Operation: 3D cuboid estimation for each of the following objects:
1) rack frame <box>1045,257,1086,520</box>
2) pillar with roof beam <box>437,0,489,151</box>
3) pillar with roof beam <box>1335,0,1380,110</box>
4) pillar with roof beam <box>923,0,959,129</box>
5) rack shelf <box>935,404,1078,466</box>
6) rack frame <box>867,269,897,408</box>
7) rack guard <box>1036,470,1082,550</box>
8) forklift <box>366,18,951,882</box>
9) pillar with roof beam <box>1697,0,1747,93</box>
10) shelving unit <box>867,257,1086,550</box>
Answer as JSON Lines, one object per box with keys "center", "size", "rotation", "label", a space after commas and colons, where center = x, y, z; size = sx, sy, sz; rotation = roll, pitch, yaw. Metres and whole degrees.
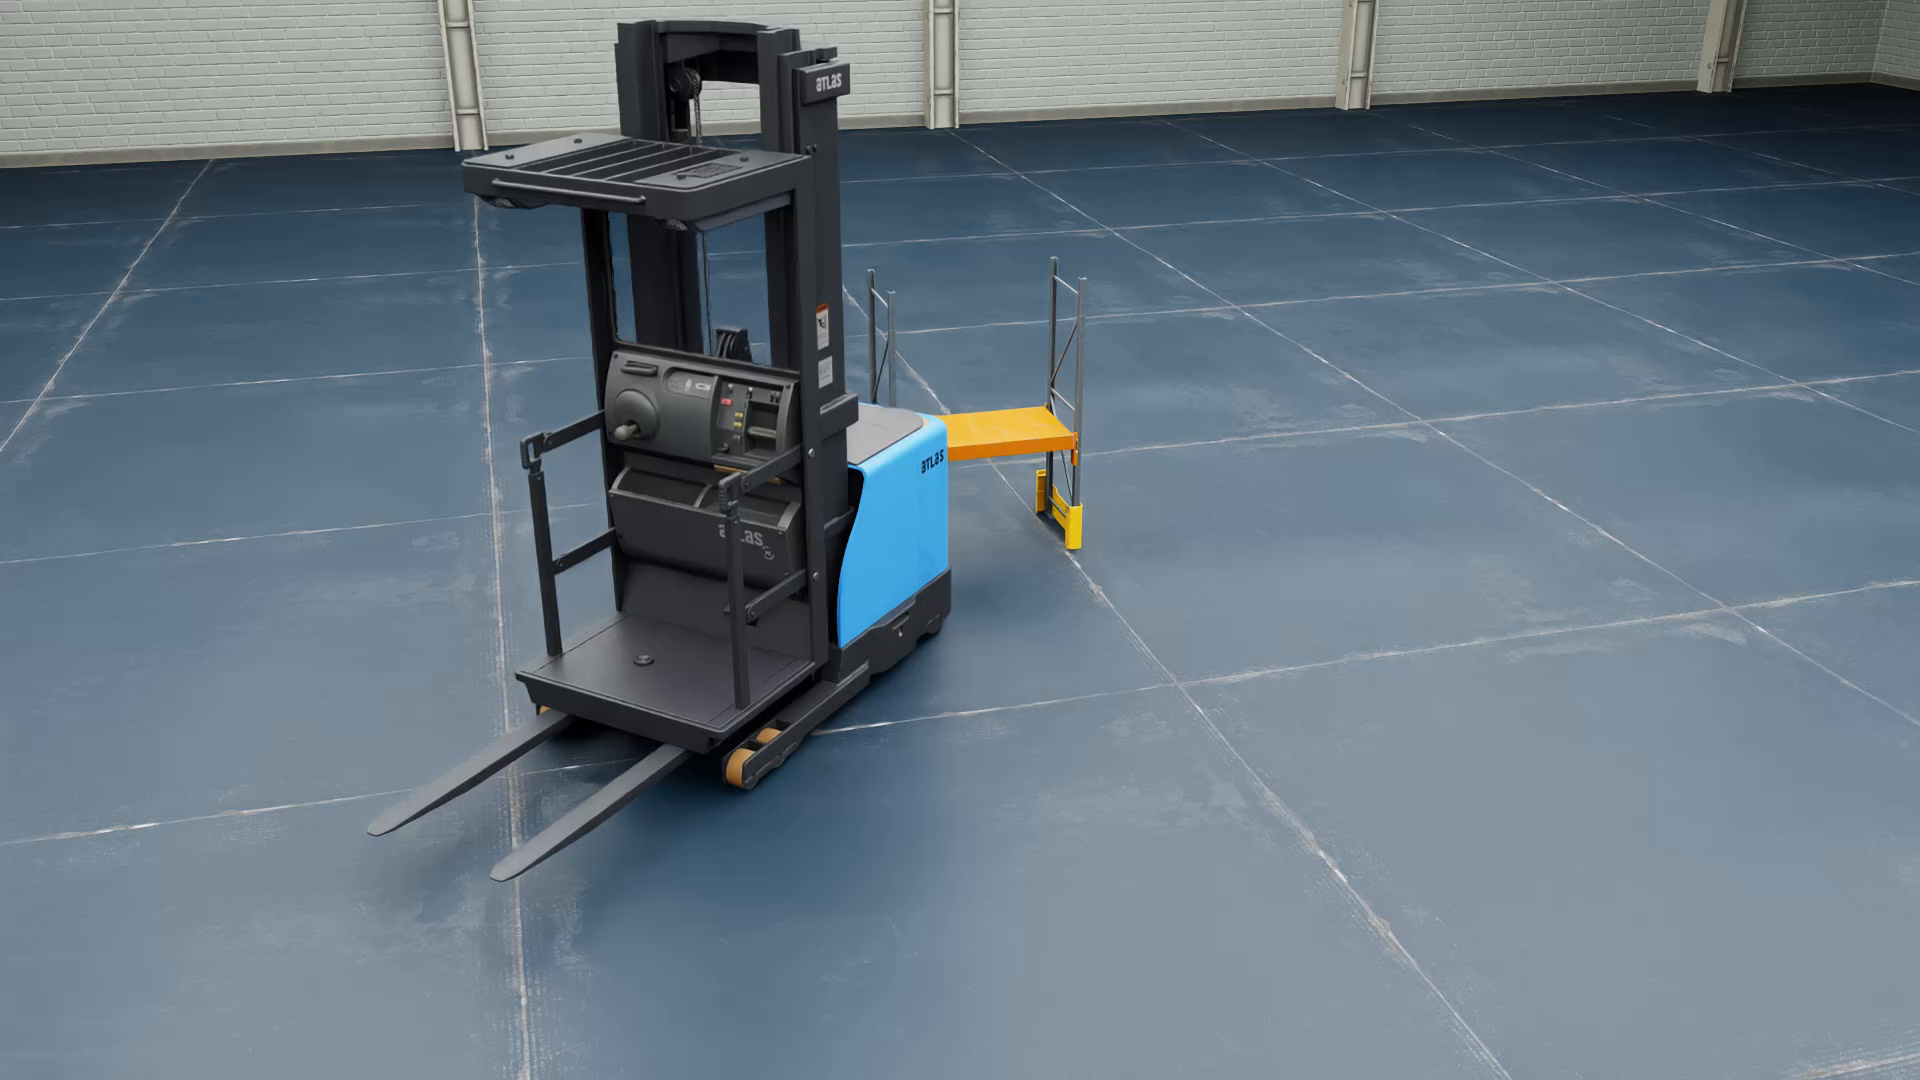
{"center": [0.572, -0.752, 9.102], "size": [0.032, 1.500, 0.500], "rotation": [-6, 24, -14], "label": "rack frame"}
{"center": [-4.856, -7.330, 14.921], "size": [0.400, 9.000, 9.100], "rotation": [-6, 24, -14], "label": "pillar with roof beam"}
{"center": [6.698, -8.608, 17.900], "size": [0.400, 9.000, 9.100], "rotation": [-6, 24, -14], "label": "pillar with roof beam"}
{"center": [0.921, -7.969, 16.410], "size": [0.400, 9.000, 9.100], "rotation": [-6, 24, -14], "label": "pillar with roof beam"}
{"center": [0.082, -0.533, 9.046], "size": [1.000, 0.185, 0.538], "rotation": [-6, 24, -14], "label": "rack shelf"}
{"center": [-0.407, -0.644, 8.849], "size": [0.032, 1.500, 0.500], "rotation": [-6, 24, -14], "label": "rack frame"}
{"center": [0.553, -0.176, 9.343], "size": [0.087, 0.250, 0.587], "rotation": [-6, 24, -14], "label": "rack guard"}
{"center": [-1.191, -0.523, 6.751], "size": [1.130, 2.935, 3.031], "rotation": [12, 26, 26], "label": "forklift"}
{"center": [12.475, -9.247, 19.389], "size": [0.400, 9.000, 9.100], "rotation": [-6, 24, -14], "label": "pillar with roof beam"}
{"center": [0.073, -0.697, 8.973], "size": [1.083, 1.500, 0.587], "rotation": [-6, 24, -14], "label": "shelving unit"}
